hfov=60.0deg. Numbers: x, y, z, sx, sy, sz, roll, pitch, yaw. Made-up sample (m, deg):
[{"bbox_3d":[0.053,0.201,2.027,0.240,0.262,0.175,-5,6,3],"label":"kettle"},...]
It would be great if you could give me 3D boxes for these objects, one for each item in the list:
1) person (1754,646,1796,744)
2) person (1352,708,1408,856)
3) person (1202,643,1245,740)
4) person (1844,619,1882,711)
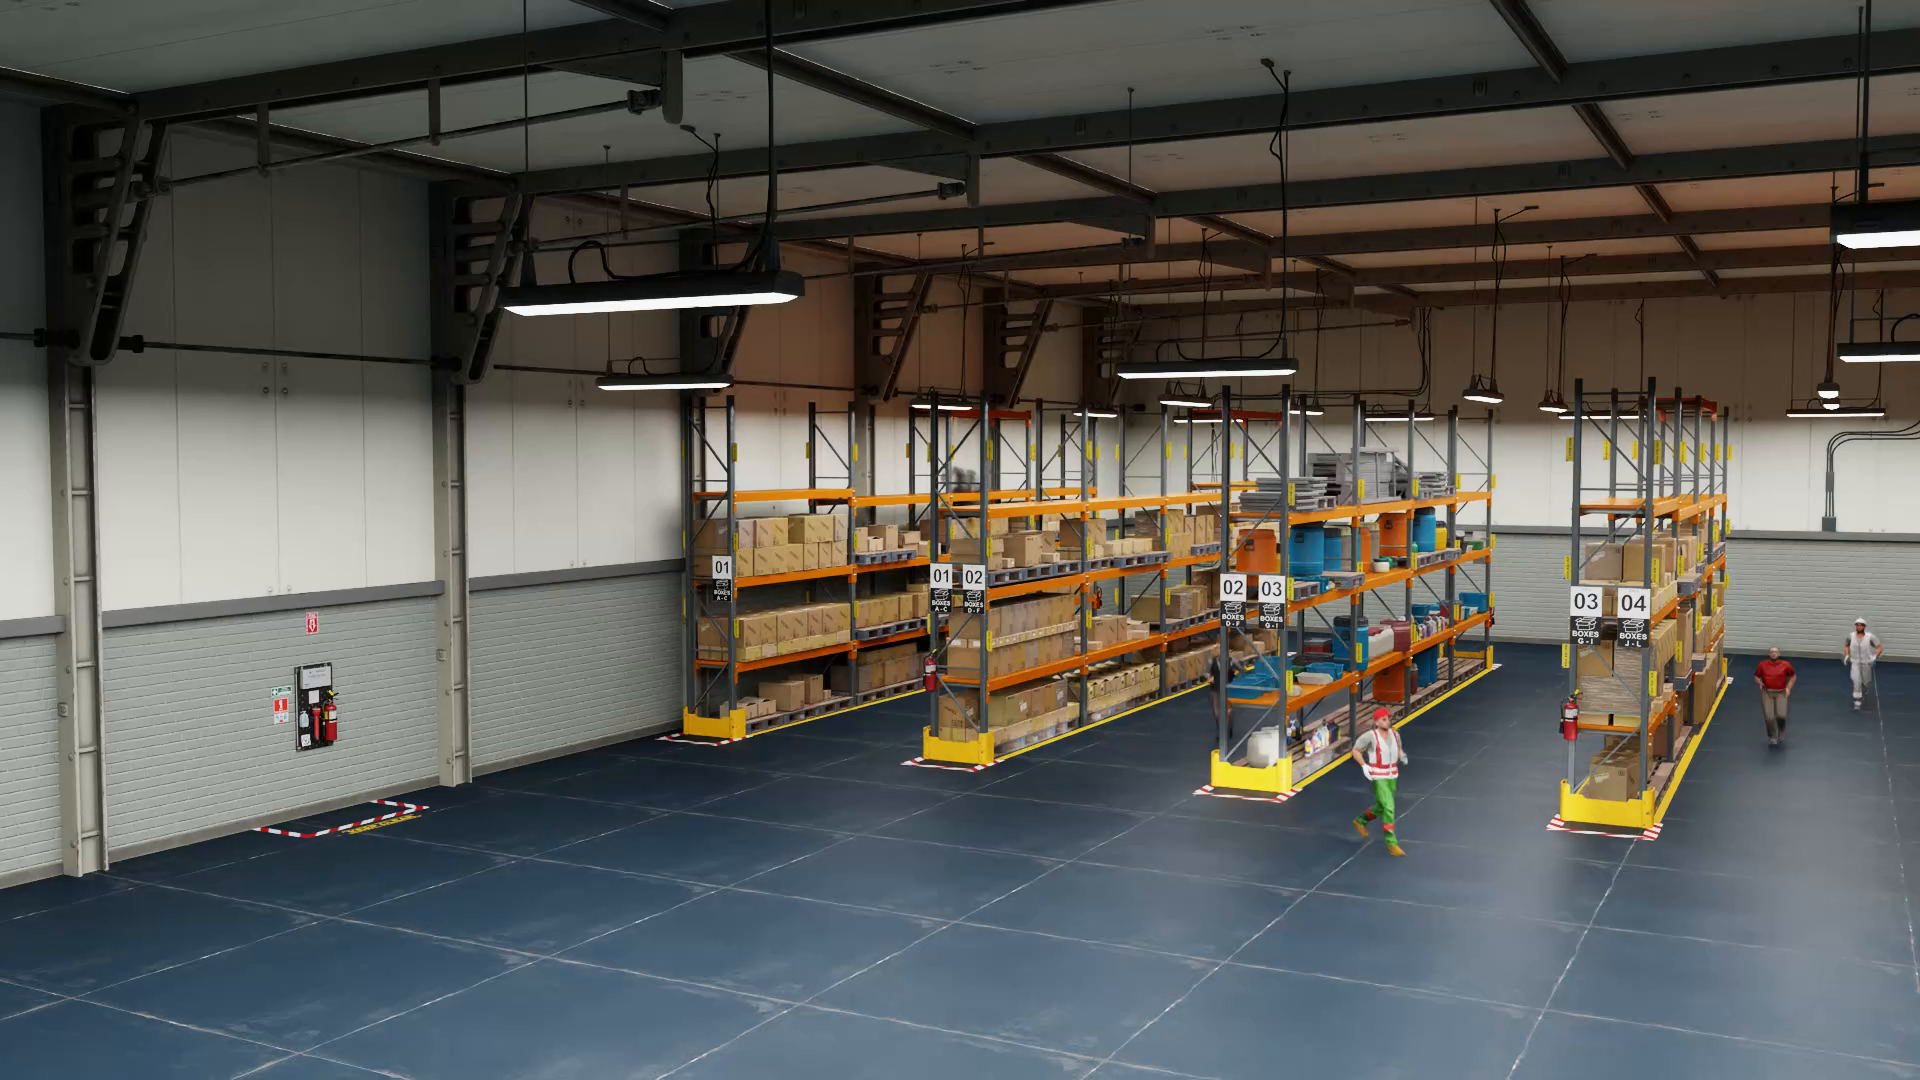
[{"bbox_3d":[13.891,2.652,28.371,0.638,1.666,0.564,2,3,29],"label":"person"},{"bbox_3d":[5.316,3.003,20.950,0.638,1.795,0.922,-2,3,-28],"label":"person"},{"bbox_3d":[4.529,2.629,28.762,0.711,1.692,0.583,1,3,20],"label":"person"},{"bbox_3d":[17.513,2.405,32.277,0.666,1.777,0.839,2,4,36],"label":"person"}]
